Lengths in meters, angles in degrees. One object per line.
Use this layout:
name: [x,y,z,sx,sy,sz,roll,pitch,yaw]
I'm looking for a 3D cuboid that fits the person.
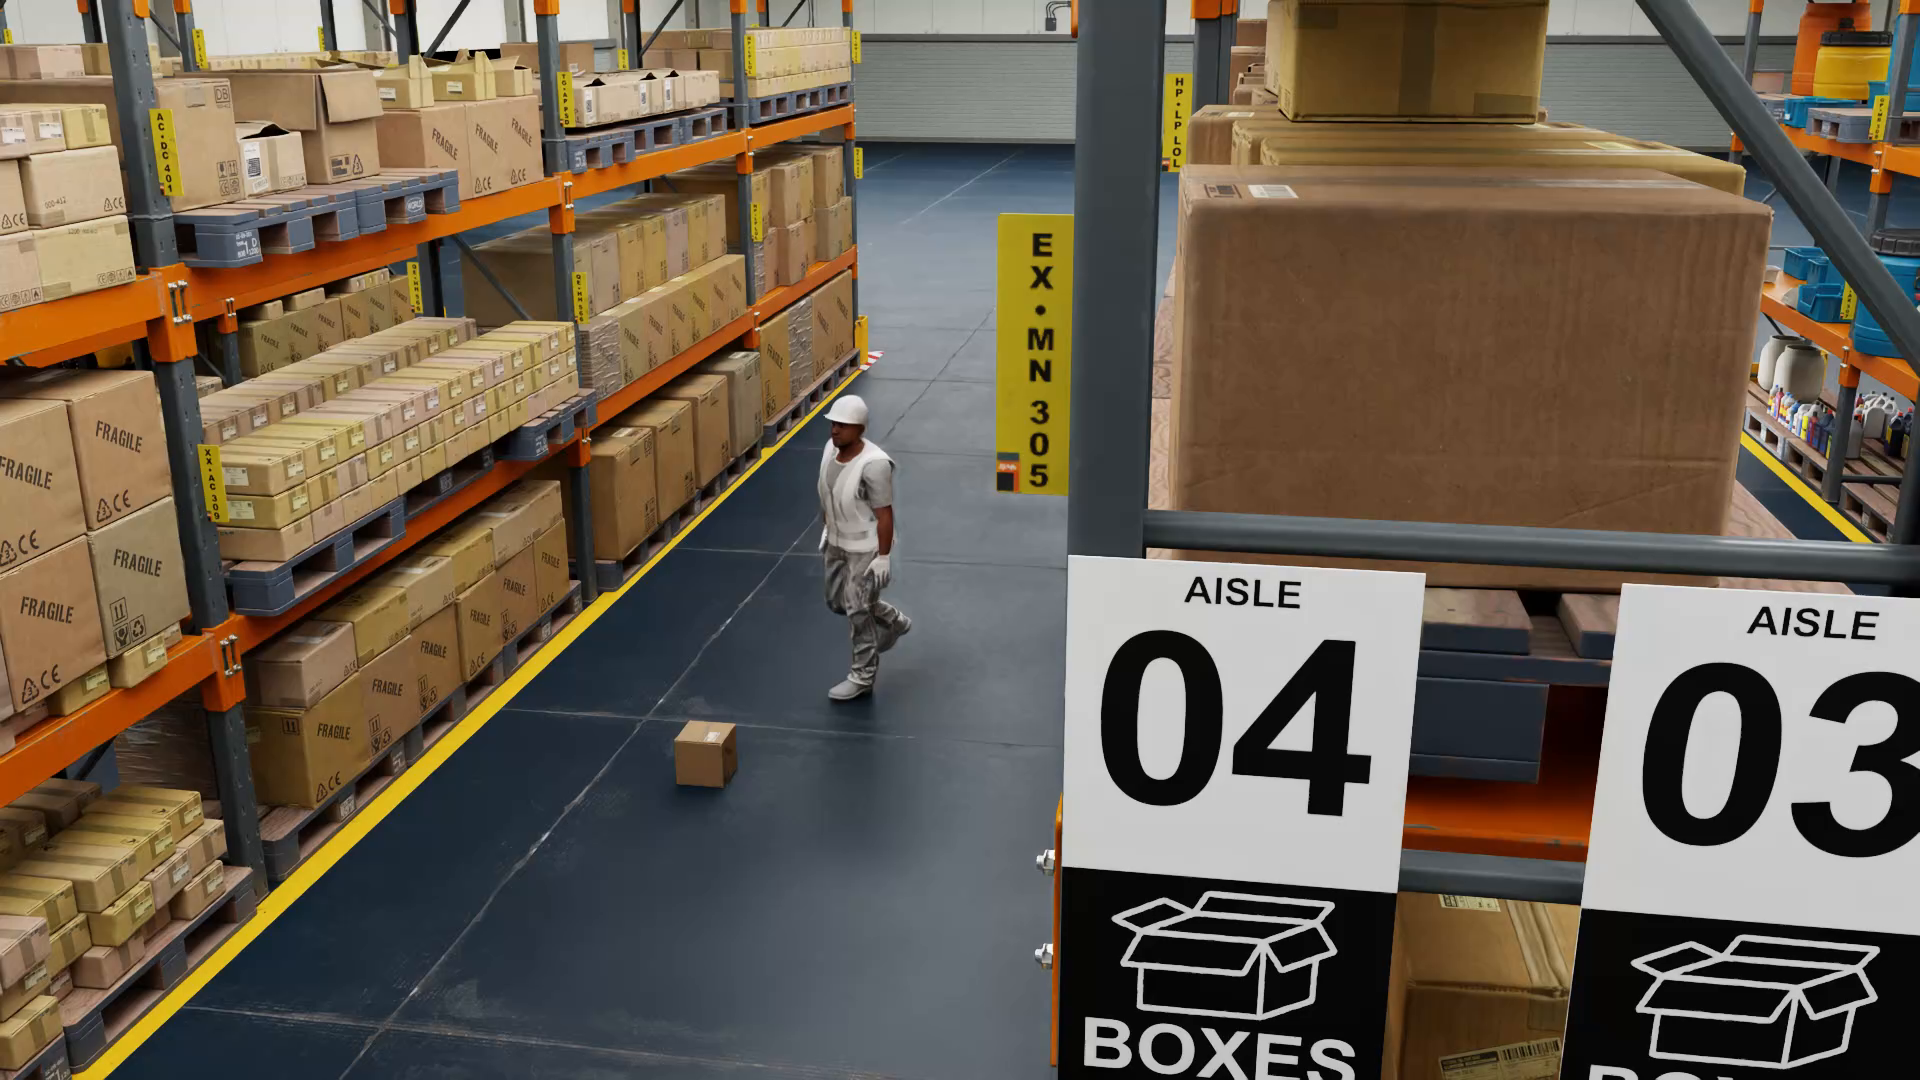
person: [-0.489,0.012,9.427,0.678,1.770,0.603,-13,22,-36]
